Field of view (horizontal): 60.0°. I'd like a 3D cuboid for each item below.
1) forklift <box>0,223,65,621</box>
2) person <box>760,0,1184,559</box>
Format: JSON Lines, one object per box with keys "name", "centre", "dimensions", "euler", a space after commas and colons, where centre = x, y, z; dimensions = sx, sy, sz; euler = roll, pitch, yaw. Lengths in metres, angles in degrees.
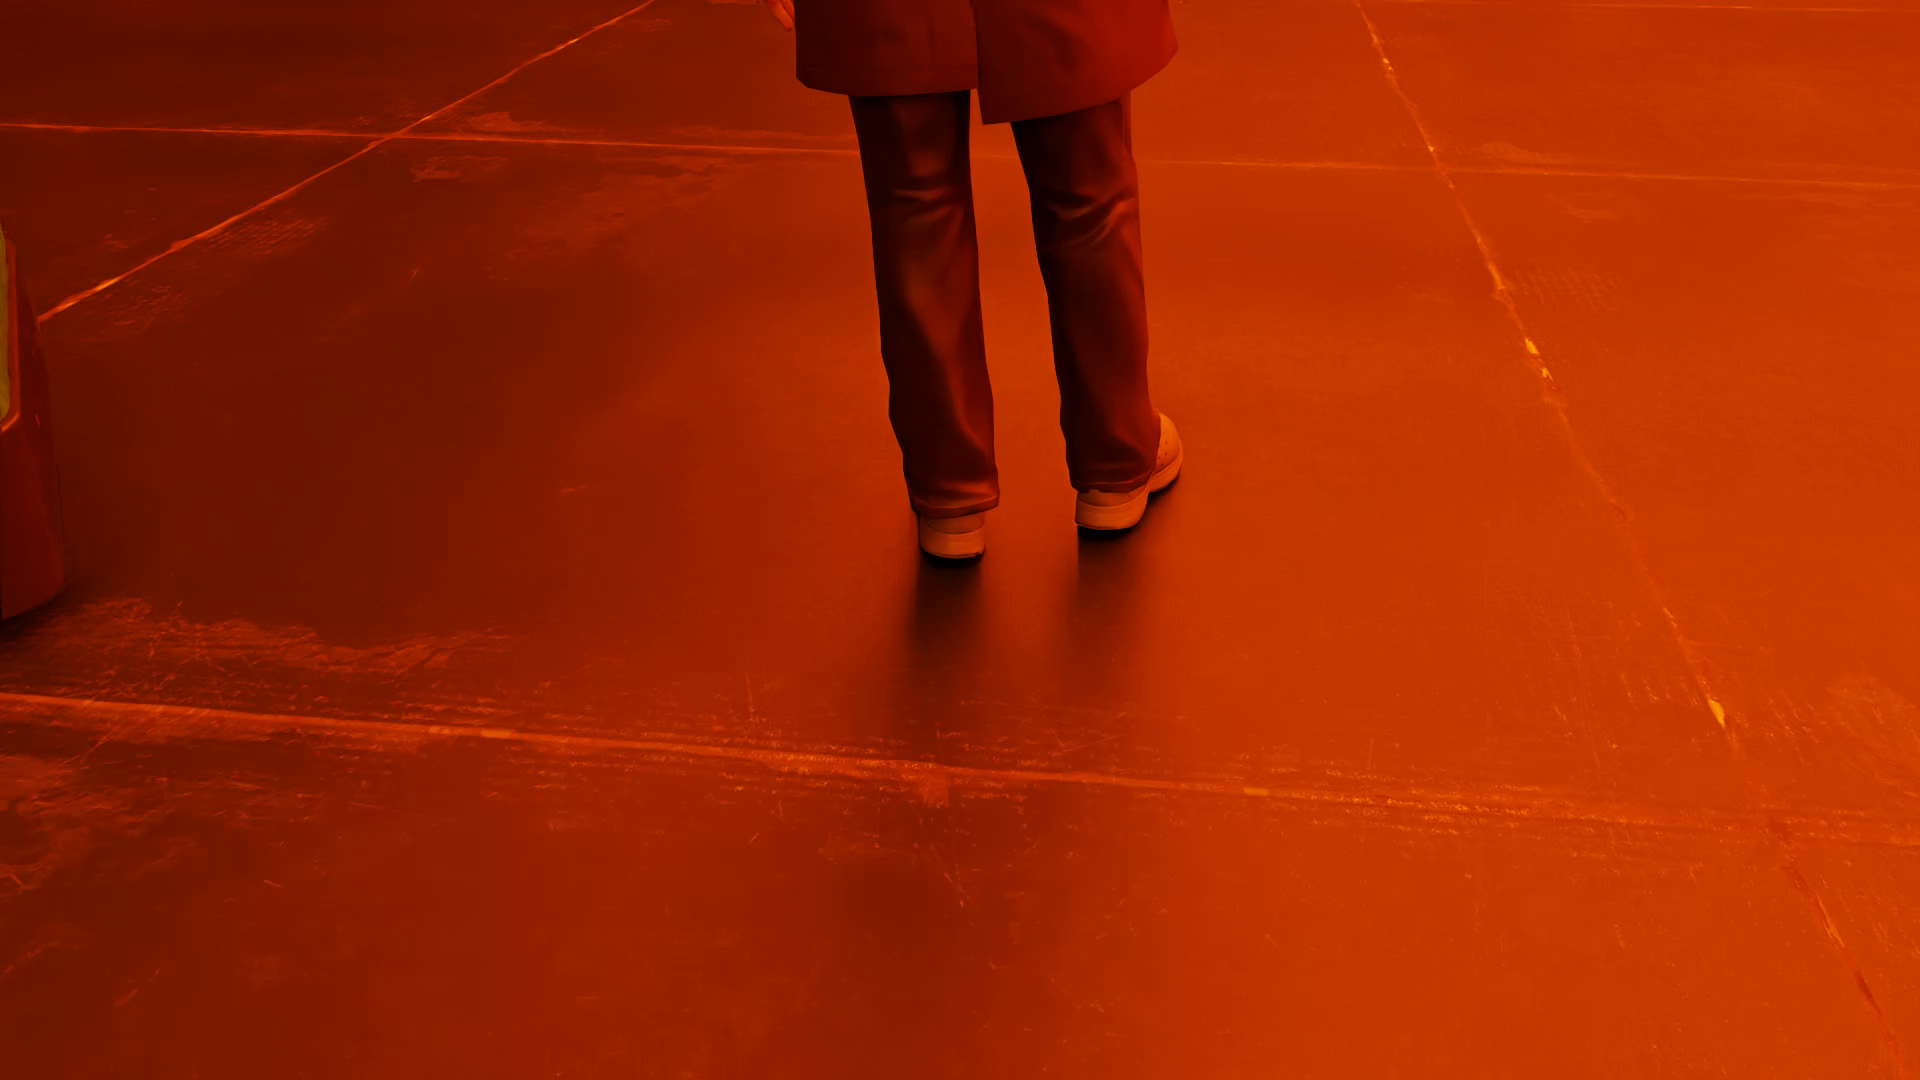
{"name": "forklift", "centre": [-2.744, -1.053, 1.328], "dimensions": [3.031, 2.935, 1.130], "euler": [-13, 29, -24]}
{"name": "person", "centre": [0.017, -0.842, 2.180], "dimensions": [0.696, 1.776, 0.582], "euler": [3, 27, 7]}
